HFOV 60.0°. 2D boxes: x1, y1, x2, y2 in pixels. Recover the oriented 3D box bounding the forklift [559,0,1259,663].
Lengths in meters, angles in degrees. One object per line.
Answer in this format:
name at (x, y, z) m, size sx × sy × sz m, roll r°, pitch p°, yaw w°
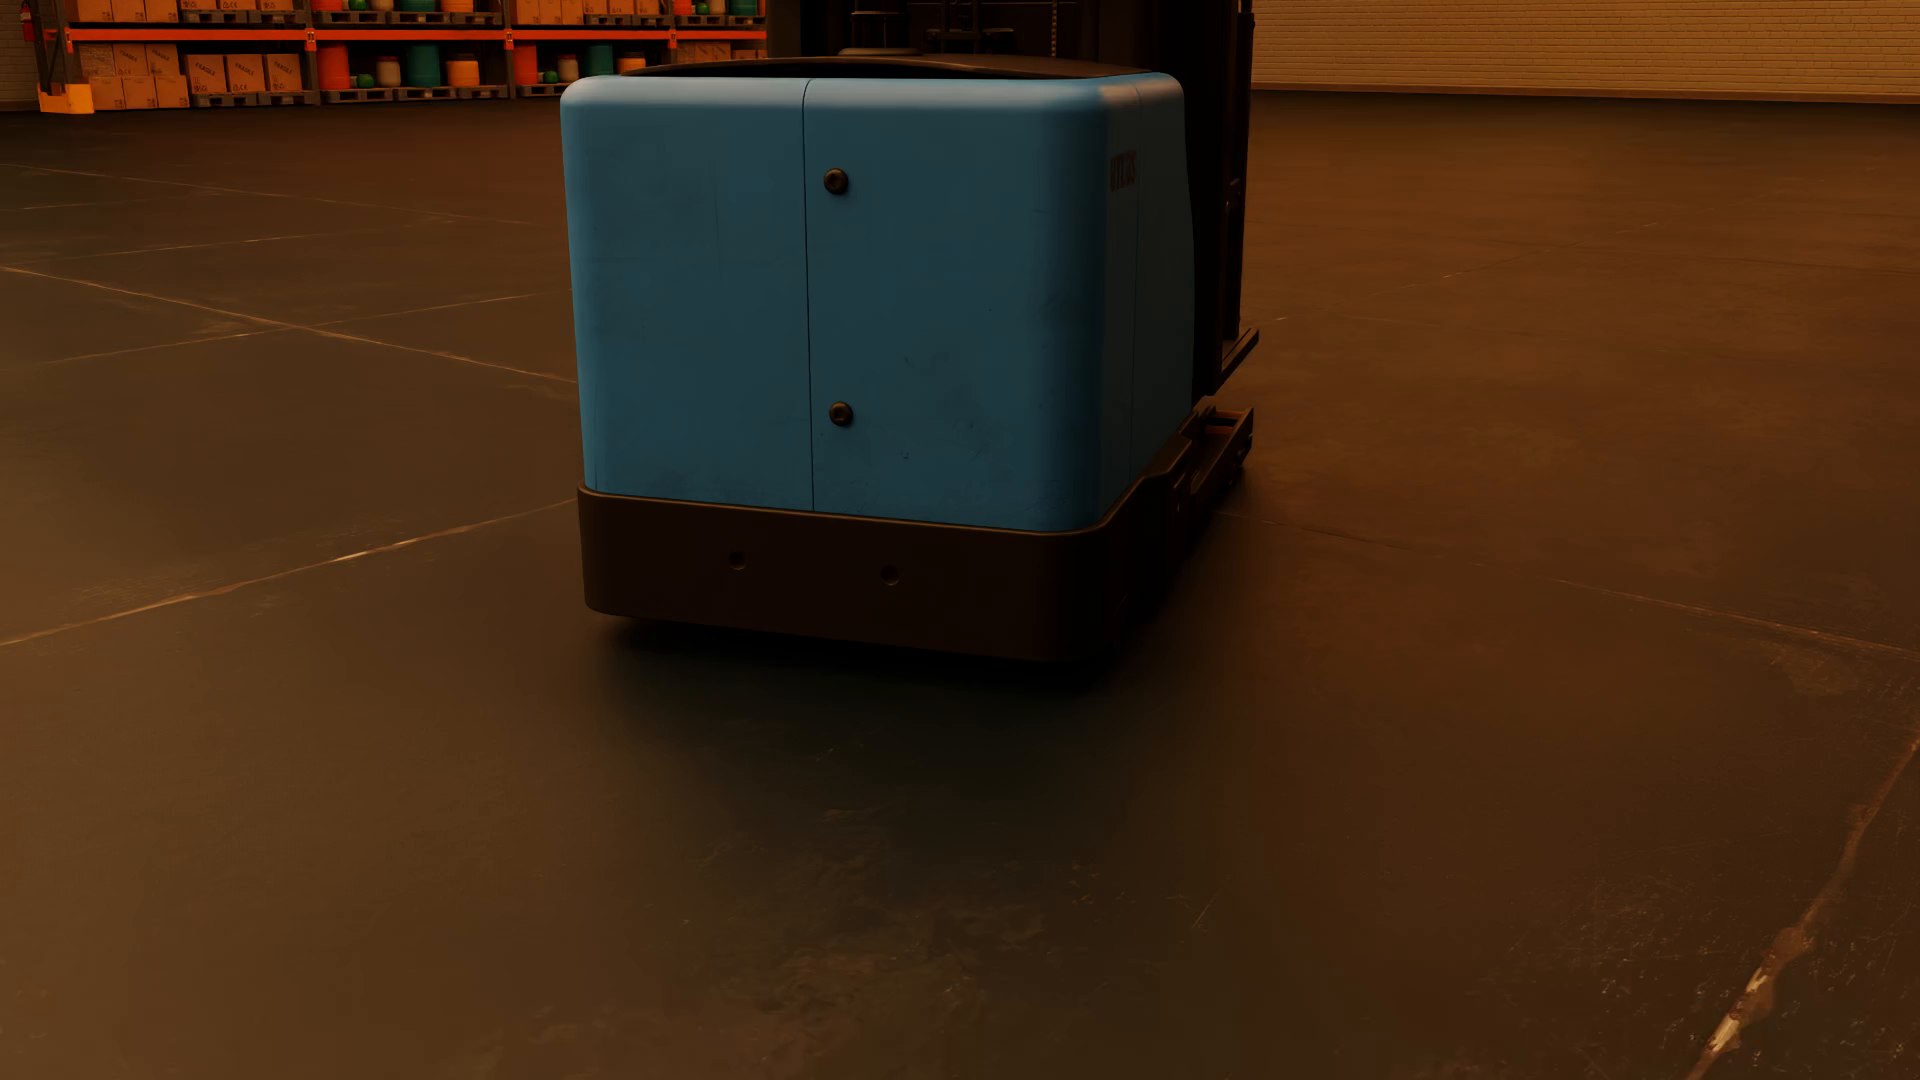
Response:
forklift at (0.182, -1.571, 4.072) m, size 1.130 × 2.935 × 3.031 m, roll 5°, pitch 18°, yaw 17°
